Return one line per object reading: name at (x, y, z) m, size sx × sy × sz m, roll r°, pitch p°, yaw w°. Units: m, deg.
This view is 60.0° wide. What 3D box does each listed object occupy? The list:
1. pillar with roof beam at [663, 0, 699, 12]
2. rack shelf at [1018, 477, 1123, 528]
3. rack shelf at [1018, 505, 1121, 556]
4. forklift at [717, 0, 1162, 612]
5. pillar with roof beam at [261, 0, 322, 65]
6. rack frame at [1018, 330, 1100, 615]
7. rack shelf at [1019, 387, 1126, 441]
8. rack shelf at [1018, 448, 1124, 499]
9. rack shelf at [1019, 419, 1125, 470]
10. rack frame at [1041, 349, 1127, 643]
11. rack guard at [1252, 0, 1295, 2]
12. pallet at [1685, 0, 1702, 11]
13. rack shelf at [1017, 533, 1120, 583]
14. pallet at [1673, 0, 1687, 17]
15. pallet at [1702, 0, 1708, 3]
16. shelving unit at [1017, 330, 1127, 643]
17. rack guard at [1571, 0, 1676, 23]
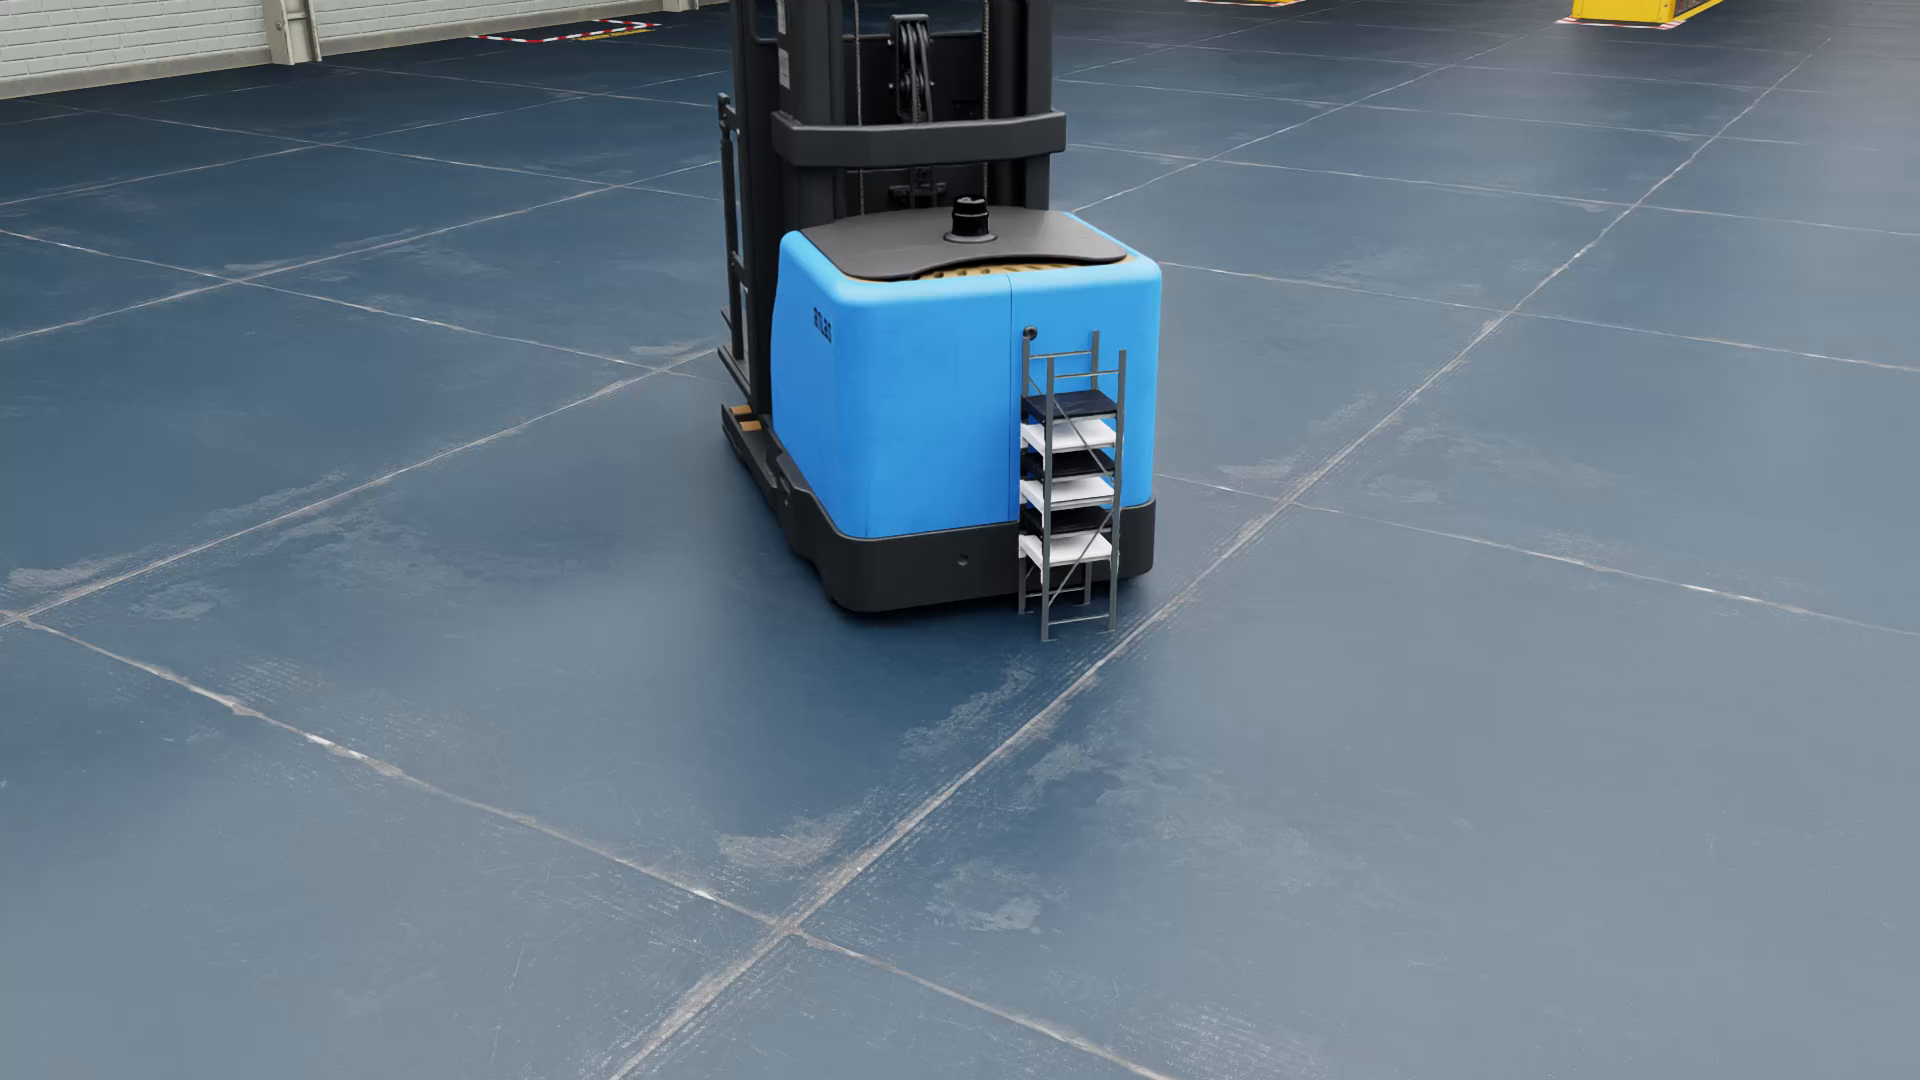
pillar with roof beam at (-0.013, -10.180, 17.938) m, size 9.100 × 9.000 × 0.400 m, roll 14°, pitch 27°, yaw 29°
rack shelf at (0.329, -0.124, 4.987) m, size 0.258 × 0.077 × 0.200 m, roll -7°, pitch 24°, yaw -16°
rack shelf at (0.329, -0.041, 5.023) m, size 0.258 × 0.077 × 0.200 m, roll -7°, pitch 24°, yaw -16°
forklift at (-0.311, -1.683, 5.949) m, size 1.130 × 2.935 × 3.031 m, roll -7°, pitch 24°, yaw -16°
pillar with roof beam at (-3.178, -8.155, 13.260) m, size 9.100 × 9.000 × 0.400 m, roll 14°, pitch 27°, yaw 29°
rack frame at (0.298, -0.193, 5.063) m, size 0.240 × 0.900 × 0.006 m, roll -7°, pitch 24°, yaw -16°
rack shelf at (0.329, -0.372, 4.880) m, size 0.258 × 0.077 × 0.200 m, roll -7°, pitch 24°, yaw -16°
rack shelf at (0.329, -0.206, 4.951) m, size 0.258 × 0.077 × 0.200 m, roll -7°, pitch 24°, yaw -16°
rack shelf at (0.329, -0.289, 4.916) m, size 0.258 × 0.077 × 0.200 m, roll -7°, pitch 24°, yaw -16°
rack frame at (0.360, -0.116, 4.885) m, size 0.240 × 0.900 × 0.006 m, roll -7°, pitch 24°, yaw -16°
rack guard at (4.058, -7.744, 23.010) m, size 1.175 × 0.500 × 0.348 m, roll 14°, pitch 27°, yaw 29°
pallet at (9.354, -7.299, 22.345) m, size 1.003 × 0.211 × 1.213 m, roll 14°, pitch 27°, yaw 29°
rack shelf at (0.329, 0.041, 5.059) m, size 0.258 × 0.077 × 0.200 m, roll -7°, pitch 24°, yaw -16°
pallet at (8.710, -6.889, 21.398) m, size 1.003 × 0.211 × 1.213 m, roll 14°, pitch 27°, yaw 29°
pallet at (9.997, -7.713, 23.300) m, size 1.003 × 0.211 × 1.213 m, roll 14°, pitch 27°, yaw 29°
shelving unit at (0.329, -0.154, 4.974) m, size 0.258 × 0.900 × 0.210 m, roll -7°, pitch 24°, yaw -16°
rack guard at (8.277, -6.749, 20.710) m, size 1.175 × 0.500 × 0.348 m, roll 14°, pitch 27°, yaw 29°
